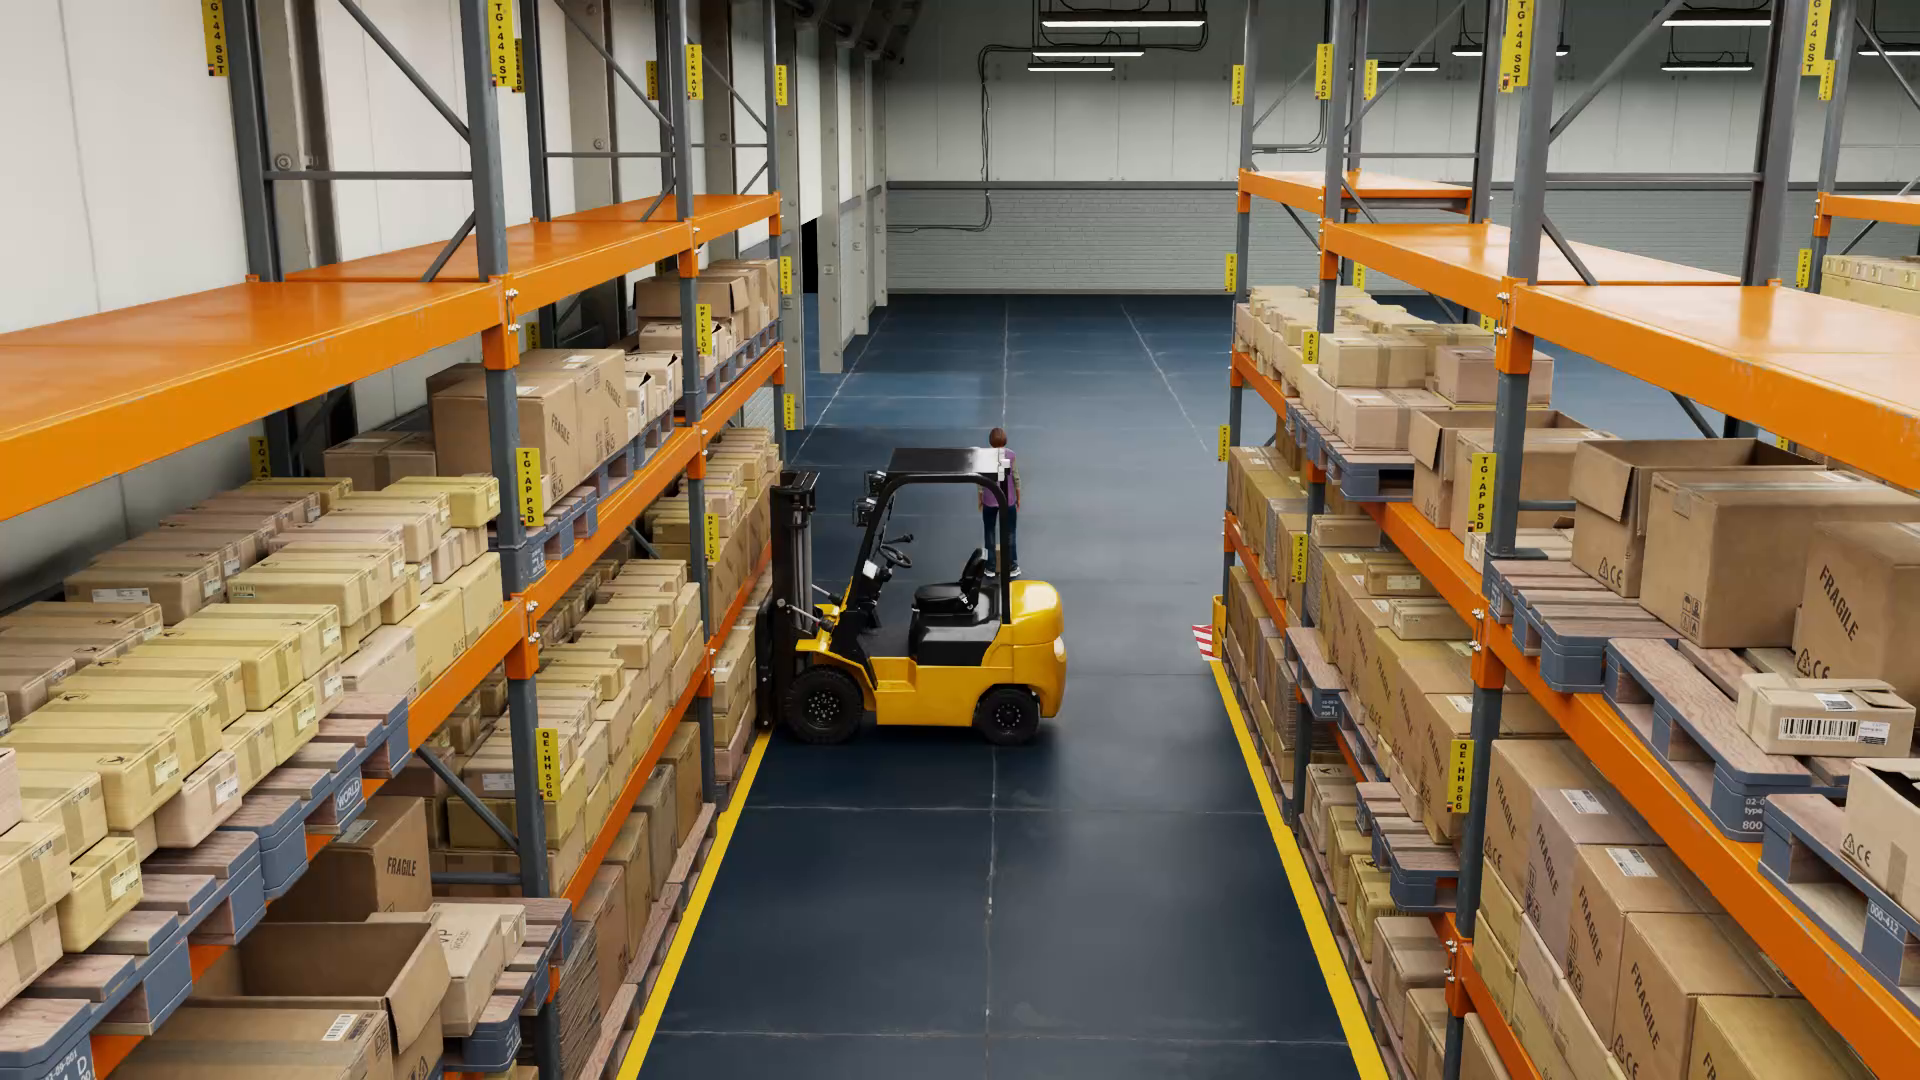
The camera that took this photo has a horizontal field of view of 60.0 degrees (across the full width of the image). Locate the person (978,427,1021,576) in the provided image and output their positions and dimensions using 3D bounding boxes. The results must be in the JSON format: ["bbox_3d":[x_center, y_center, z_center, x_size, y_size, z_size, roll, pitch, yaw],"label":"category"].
[{"bbox_3d":[0.421,-0.389,17.587,0.455,1.582,0.346,0,14,1],"label":"person"}]
